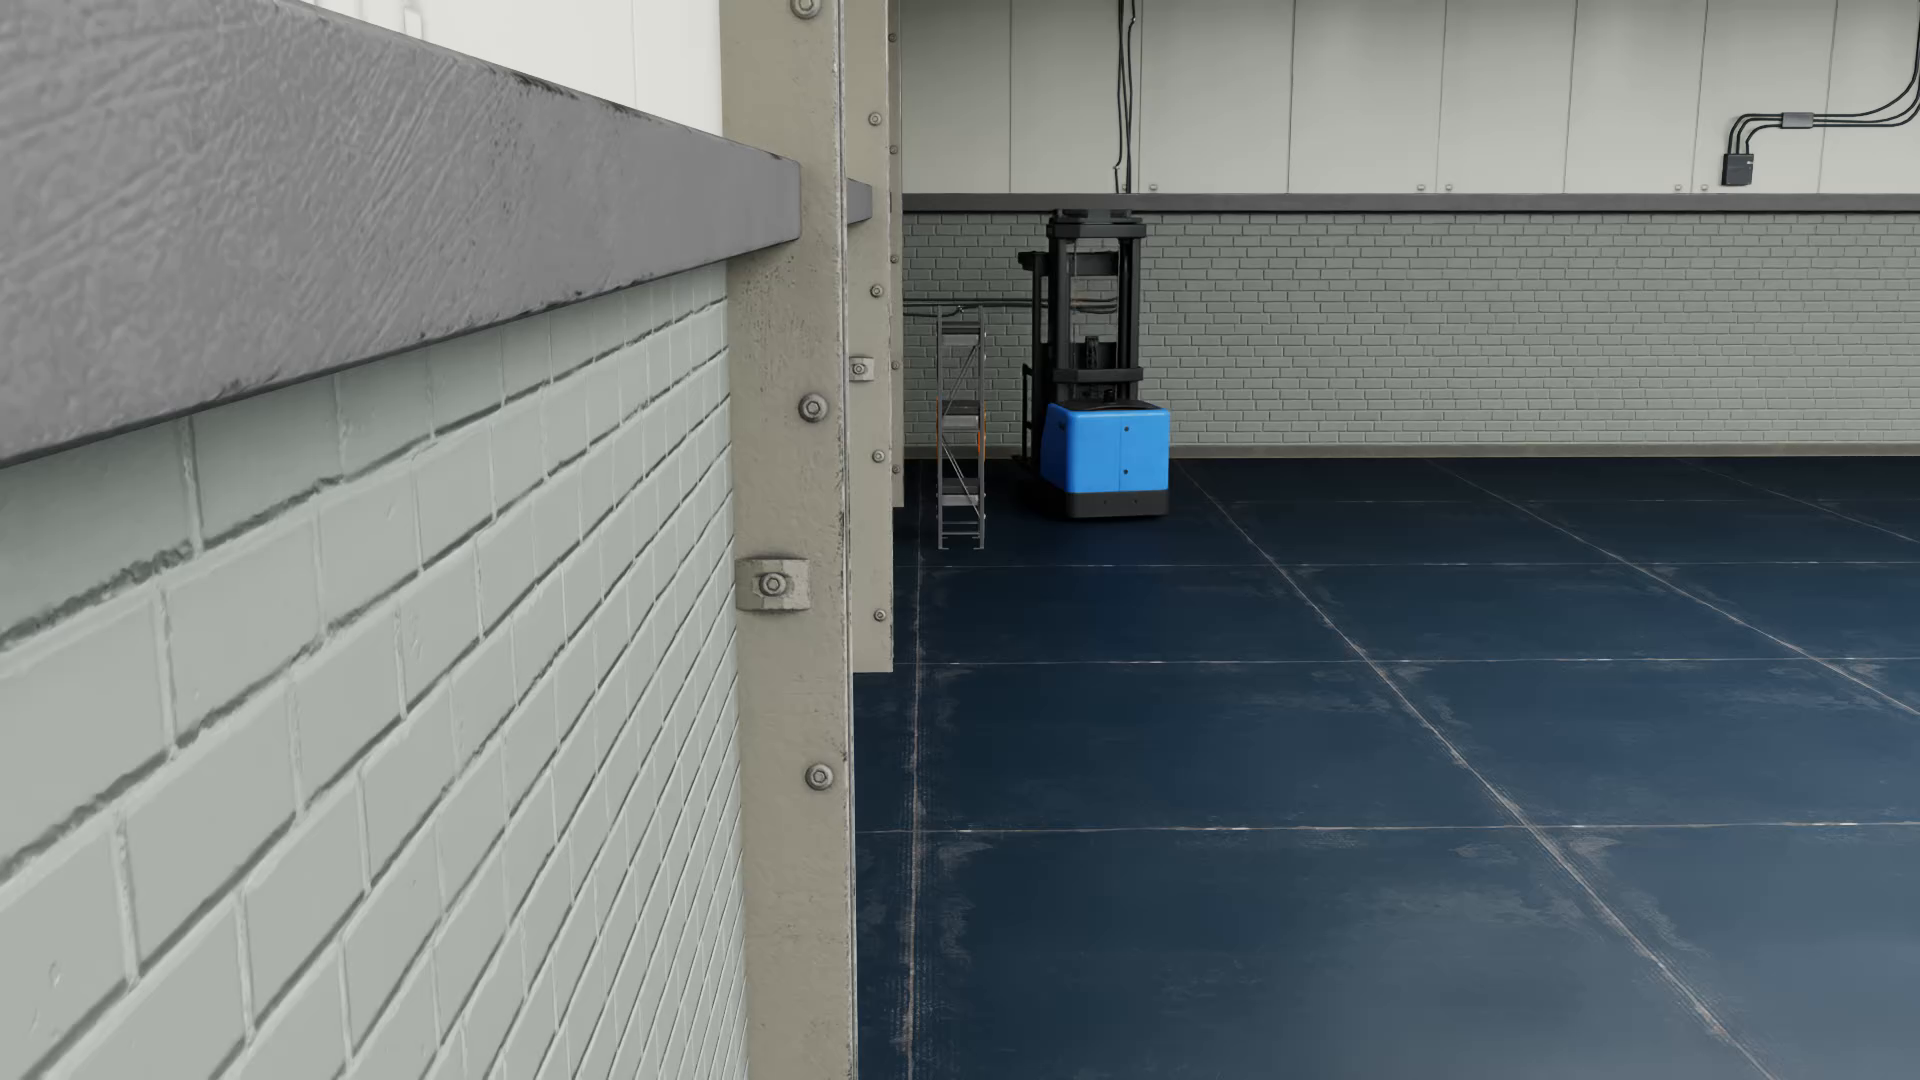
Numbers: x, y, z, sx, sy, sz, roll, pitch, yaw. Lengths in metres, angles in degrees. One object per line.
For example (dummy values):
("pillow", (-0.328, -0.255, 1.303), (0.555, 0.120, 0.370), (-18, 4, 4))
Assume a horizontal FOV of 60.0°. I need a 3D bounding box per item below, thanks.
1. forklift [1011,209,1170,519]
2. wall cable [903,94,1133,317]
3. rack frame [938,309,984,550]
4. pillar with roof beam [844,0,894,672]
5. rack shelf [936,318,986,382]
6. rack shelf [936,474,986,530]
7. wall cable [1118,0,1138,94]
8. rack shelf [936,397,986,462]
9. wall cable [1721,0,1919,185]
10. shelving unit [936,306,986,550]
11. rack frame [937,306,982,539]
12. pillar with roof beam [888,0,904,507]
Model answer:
("forklift", (1.211, -1.884, 16.975), (1.130, 2.935, 3.031), (-2, 12, -11))
("wall cable", (0.539, -3.851, 19.219), (3.097, 2.526, 0.112), (0, 11, -1))
("rack frame", (0.009, -0.948, 14.449), (0.400, 2.100, 0.015), (0, 11, -1))
("pillar with roof beam", (3.706, -3.607, 10.206), (9.100, 9.000, 0.400), (0, 11, -1))
("rack shelf", (0.003, -1.669, 14.552), (0.431, 0.518, 0.480), (0, 11, -1))
("rack shelf", (0.003, -0.297, 14.830), (0.431, 0.518, 0.480), (0, 11, -1))
("wall cable", (3.244, -6.338, 18.772), (3.097, 2.526, 0.112), (0, 11, -1))
("rack shelf", (0.003, -0.983, 14.691), (0.431, 0.518, 0.480), (0, 11, -1))
("wall cable", (10.031, -7.076, 18.749), (2.305, 6.003, 0.169), (0, 11, -1))
("shelving unit", (0.003, -0.996, 14.688), (0.431, 2.100, 0.503), (0, 11, -1))
("rack frame", (-0.002, -1.045, 14.927), (0.400, 2.100, 0.015), (0, 11, -1))
("pillar with roof beam", (3.582, -4.800, 16.085), (9.100, 9.000, 0.400), (0, 11, -1))
